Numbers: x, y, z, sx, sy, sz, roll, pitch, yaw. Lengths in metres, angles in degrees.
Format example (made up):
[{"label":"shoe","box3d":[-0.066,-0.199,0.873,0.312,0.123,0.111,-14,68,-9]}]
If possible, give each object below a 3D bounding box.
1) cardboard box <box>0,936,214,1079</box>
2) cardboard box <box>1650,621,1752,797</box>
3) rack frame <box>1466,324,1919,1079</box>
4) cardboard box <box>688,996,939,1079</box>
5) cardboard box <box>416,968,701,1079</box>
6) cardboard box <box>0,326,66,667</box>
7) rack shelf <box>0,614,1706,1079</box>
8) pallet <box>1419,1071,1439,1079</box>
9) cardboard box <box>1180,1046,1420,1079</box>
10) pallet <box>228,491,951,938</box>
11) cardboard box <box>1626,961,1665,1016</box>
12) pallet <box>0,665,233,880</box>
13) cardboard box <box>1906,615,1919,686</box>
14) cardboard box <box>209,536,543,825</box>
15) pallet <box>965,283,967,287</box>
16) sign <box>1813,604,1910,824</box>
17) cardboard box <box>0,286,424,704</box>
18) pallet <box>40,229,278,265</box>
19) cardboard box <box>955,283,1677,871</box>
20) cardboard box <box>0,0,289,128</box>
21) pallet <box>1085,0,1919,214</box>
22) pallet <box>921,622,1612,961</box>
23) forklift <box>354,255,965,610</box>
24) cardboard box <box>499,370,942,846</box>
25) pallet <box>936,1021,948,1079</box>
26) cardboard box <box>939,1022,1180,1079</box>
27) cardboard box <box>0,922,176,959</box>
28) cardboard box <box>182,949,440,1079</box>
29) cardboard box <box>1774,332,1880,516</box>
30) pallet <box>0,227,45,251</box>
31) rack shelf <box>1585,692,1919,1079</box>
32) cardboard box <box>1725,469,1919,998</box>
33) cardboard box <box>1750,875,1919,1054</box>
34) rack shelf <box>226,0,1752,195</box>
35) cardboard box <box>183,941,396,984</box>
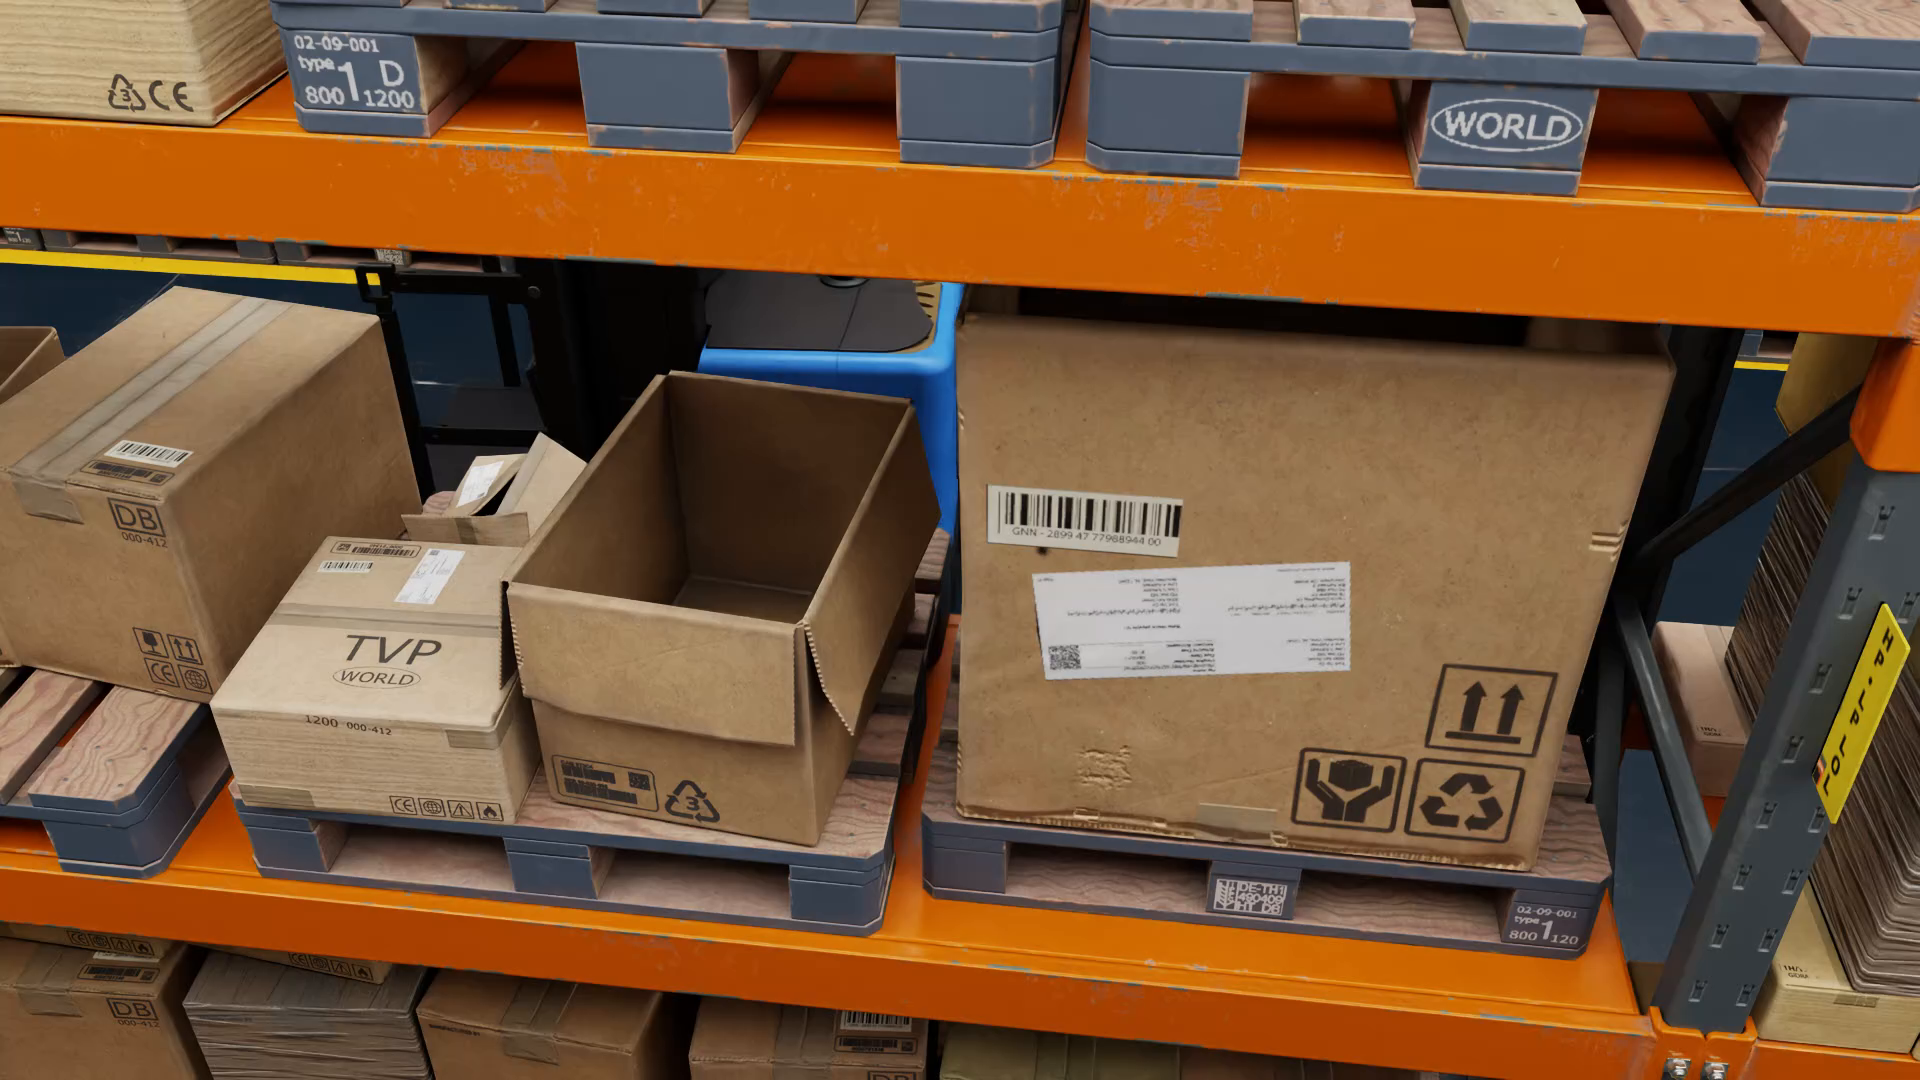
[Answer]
[{"label":"cardboard box","box3d":[-1.977,0.978,4.070,0.500,0.500,0.700,2,36,3]},{"label":"cardboard box","box3d":[1.574,0.347,3.398,0.250,0.149,0.380,4,36,6]},{"label":"rack frame","box3d":[1.324,0.398,3.110,0.127,3.000,1.000,4,36,6]},{"label":"cardboard box","box3d":[-0.308,1.091,3.912,0.500,0.500,0.700,1,36,2]},{"label":"cardboard box","box3d":[-0.862,1.050,3.970,0.500,0.500,0.700,7,36,10]},{"label":"cardboard box","box3d":[-2.103,-0.093,3.350,0.500,0.500,0.500,0,36,0]},{"label":"rack shelf","box3d":[-0.660,0.543,3.527,4.000,0.370,1.077,4,36,6]},{"label":"pallet","box3d":[0.551,1.476,4.000,1.213,0.211,1.003,4,36,6]},{"label":"cardboard box","box3d":[0.717,1.178,3.790,0.500,0.500,0.700,2,36,2]},{"label":"pallet","box3d":[-0.675,0.303,3.409,1.213,0.211,1.003,4,36,6]},{"label":"cardboard box","box3d":[1.715,1.297,3.641,0.500,0.500,0.500,3,36,5]},{"label":"pallet","box3d":[-1.923,0.171,3.593,1.003,0.211,1.213,4,36,6]},{"label":"cardboard box","box3d":[1.738,0.009,2.453,0.500,0.500,0.500,4,36,6]},{"label":"cardboard box","box3d":[-1.011,0.249,3.087,0.500,0.250,0.500,3,36,5]},{"label":"pallet","box3d":[0.067,-1.420,8.058,1.213,0.211,1.003,4,36,6]},{"label":"sign","box3d":[1.257,0.247,2.326,0.005,0.325,0.100,4,36,6]},{"label":"cardboard box","box3d":[-1.537,-0.109,3.373,0.500,0.500,0.700,9,37,13]},{"label":"pallet","box3d":[-3.893,-1.764,8.540,1.213,0.211,1.003,4,36,6]},{"label":"cardboard box","box3d":[0.554,-0.157,3.009,1.000,1.000,1.000,4,36,6]},{"label":"cardboard box","box3d":[-1.190,-0.806,2.344,0.500,0.250,0.500,5,36,7]},{"label":"pallet","box3d":[0.725,-0.854,2.444,1.003,0.211,1.213,4,36,6]},{"label":"pallet","box3d":[0.584,0.336,3.363,1.213,0.211,1.003,4,36,6]},{"label":"forklift","box3d":[-2.265,0.800,2.606,4.193,2.935,8.118,2,36,2]},{"label":"cardboard box","box3d":[-0.407,0.110,3.063,0.637,0.503,0.797,8,36,11]},{"label":"pallet","box3d":[-0.662,1.387,4.124,1.213,0.211,1.003,4,36,6]},{"label":"cardboard box","box3d":[0.247,1.132,3.854,0.500,0.500,0.700,4,36,6]},{"label":"cardboard box","box3d":[-1.975,0.667,3.860,0.500,0.250,0.500,6,36,8]},{"label":"cardboard box","box3d":[-1.425,1.012,4.023,0.500,0.500,0.700,1,36,2]},{"label":"cardboard box","box3d":[1.805,-0.296,2.880,0.500,0.500,0.500,4,36,6]},{"label":"pallet","box3d":[-5.107,-1.853,8.664,1.213,0.211,1.003,4,36,6]},{"label":"rack shelf","box3d":[3.307,0.839,3.112,4.000,0.370,1.077,4,36,6]},{"label":"cardboard box","box3d":[1.762,0.305,2.898,0.500,0.500,0.875,4,36,6]},{"label":"cardboard box","box3d":[1.499,0.689,2.918,0.250,0.149,0.380,4,36,6]},{"label":"rack shelf","box3d":[-0.660,-0.787,2.578,3.809,0.052,0.919,4,36,6]},{"label":"cardboard box","box3d":[-1.448,0.701,3.814,0.500,0.250,0.500,8,36,11]}]
